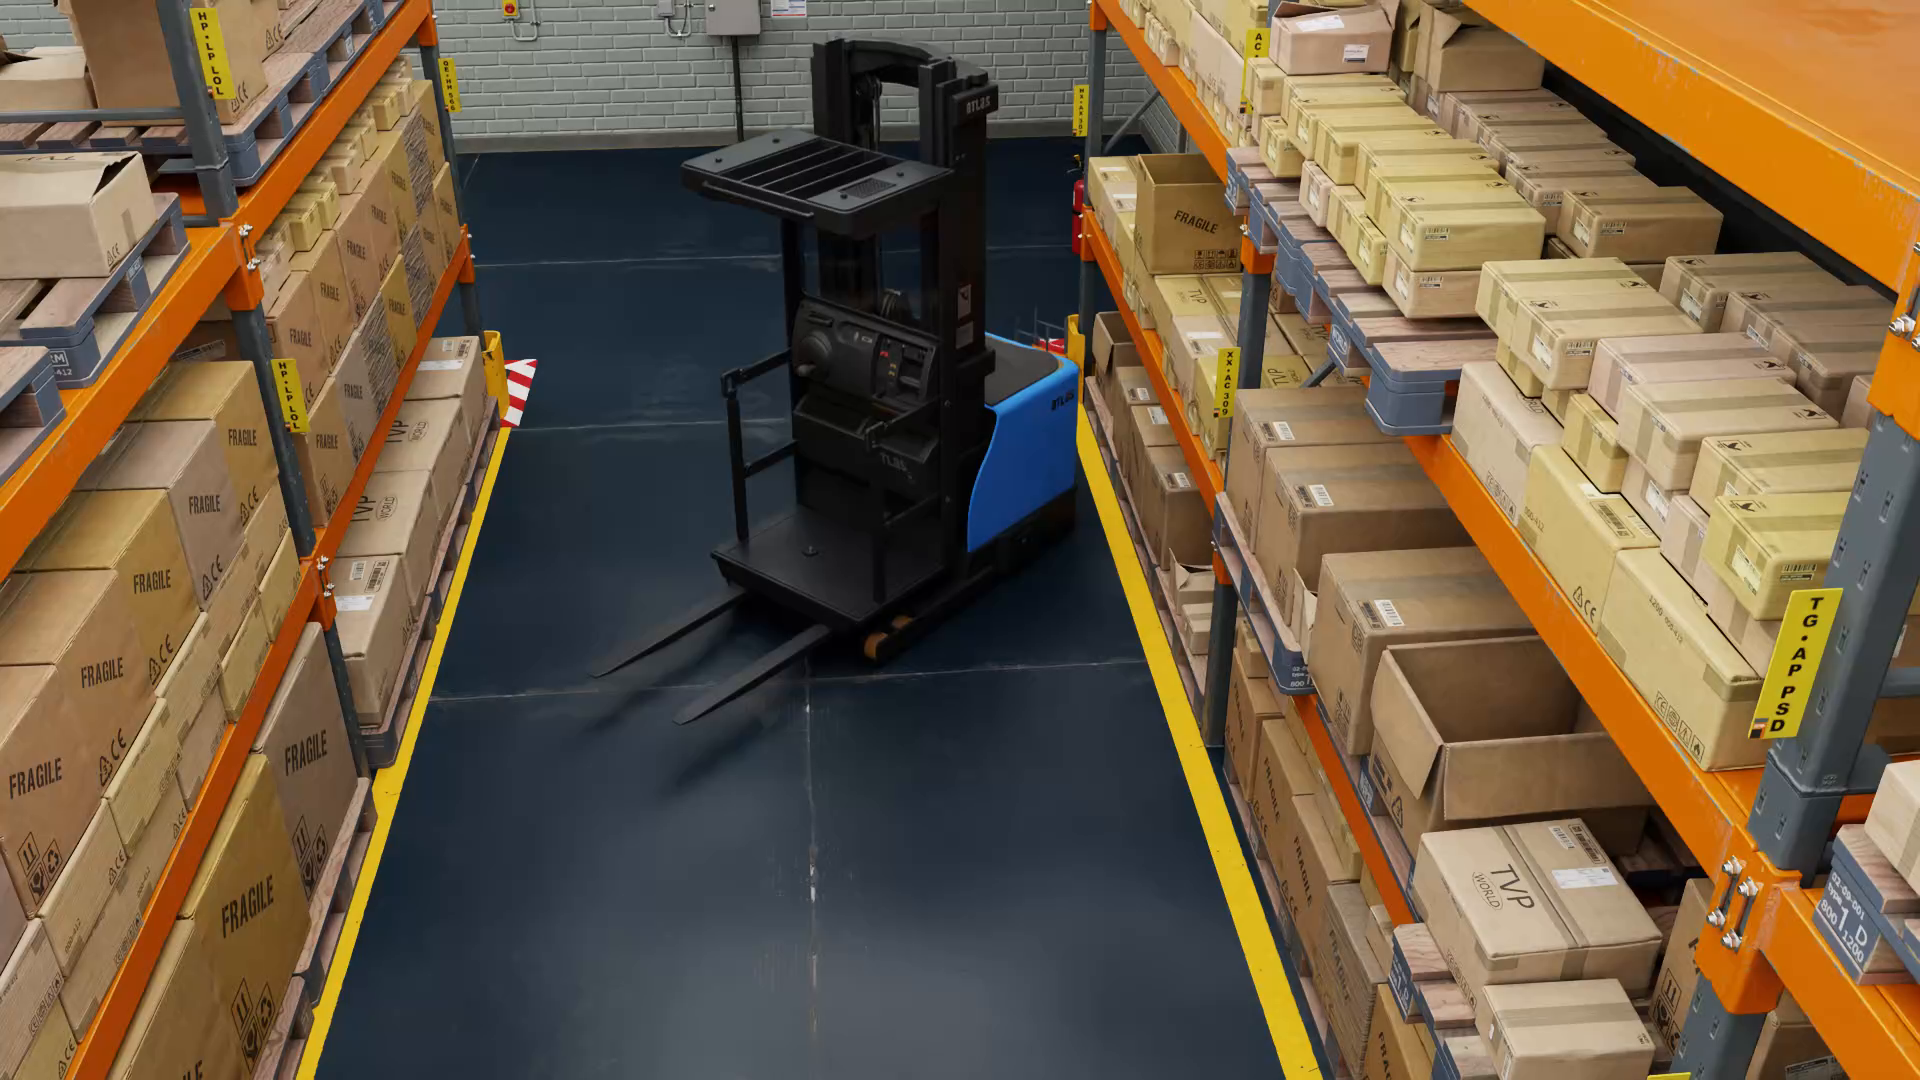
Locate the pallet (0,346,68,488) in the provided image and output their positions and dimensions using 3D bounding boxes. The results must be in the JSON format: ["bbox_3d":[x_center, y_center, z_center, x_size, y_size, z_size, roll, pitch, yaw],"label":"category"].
[{"bbox_3d":[-3.106,-0.152,4.338,1.003,0.211,1.213,-1,31,-2],"label":"pallet"}]

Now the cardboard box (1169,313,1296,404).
[{"bbox_3d":[1.330,-0.897,8.182,0.500,0.250,0.500,-3,31,-4],"label":"cardboard box"}]

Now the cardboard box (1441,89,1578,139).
[{"bbox_3d":[1.905,-1.456,5.785,0.380,0.149,0.250,-3,31,-6],"label":"cardboard box"}]

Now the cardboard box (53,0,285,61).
[{"bbox_3d":[-3.417,-2.332,7.197,0.797,0.503,0.637,0,31,-1],"label":"cardboard box"}]

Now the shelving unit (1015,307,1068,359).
[{"bbox_3d":[0.470,-0.769,9.867,0.258,1.200,0.189,23,38,33],"label":"shelving unit"}]

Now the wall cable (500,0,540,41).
[{"bbox_3d":[-4.183,-5.460,14.944,0.585,1.953,0.123,-3,31,-5],"label":"wall cable"}]

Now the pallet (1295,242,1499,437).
[{"bbox_3d":[1.773,-0.671,5.207,1.213,0.211,1.003,-3,31,-5],"label":"pallet"}]

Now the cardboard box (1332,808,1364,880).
[{"bbox_3d":[1.635,1.144,6.305,0.380,0.149,0.250,-2,31,-3],"label":"cardboard box"}]

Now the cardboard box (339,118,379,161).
[{"bbox_3d":[-3.226,-2.061,8.569,0.380,0.149,0.250,-2,31,-3],"label":"cardboard box"}]

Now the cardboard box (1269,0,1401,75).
[{"bbox_3d":[1.363,-1.868,6.071,0.396,0.266,0.258,-3,31,-5],"label":"cardboard box"}]

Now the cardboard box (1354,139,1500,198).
[{"bbox_3d":[1.483,-1.165,5.298,0.380,0.149,0.250,-2,31,-4],"label":"cardboard box"}]

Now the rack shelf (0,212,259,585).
[{"bbox_3d":[-3.072,-0.048,4.682,1.077,0.370,4.000,-3,31,-5],"label":"rack shelf"}]

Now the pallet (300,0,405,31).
[{"bbox_3d":[-3.553,-3.004,9.015,1.003,0.211,1.213,-3,31,-5],"label":"pallet"}]

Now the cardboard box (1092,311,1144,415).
[{"bbox_3d":[1.271,-1.164,10.798,0.797,0.503,0.637,-4,31,-7],"label":"cardboard box"}]

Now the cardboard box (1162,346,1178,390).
[{"bbox_3d":[1.257,-0.900,8.577,0.380,0.149,0.250,-3,31,-5],"label":"cardboard box"}]

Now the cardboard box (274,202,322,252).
[{"bbox_3d":[-3.098,-1.403,7.468,0.380,0.149,0.250,-3,31,-5],"label":"cardboard box"}]

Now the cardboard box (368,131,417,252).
[{"bbox_3d":[-3.230,-1.852,8.852,0.500,0.500,0.500,-3,31,-5],"label":"cardboard box"}]

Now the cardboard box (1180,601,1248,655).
[{"bbox_3d":[1.338,0.443,8.453,0.380,0.149,0.250,-4,31,-6],"label":"cardboard box"}]

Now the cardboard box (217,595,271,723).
[{"bbox_3d":[-2.920,0.451,6.216,0.500,0.250,0.500,-3,31,-5],"label":"cardboard box"}]

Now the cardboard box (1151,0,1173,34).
[{"bbox_3d":[1.253,-2.700,8.276,0.500,0.250,0.500,-3,31,-5],"label":"cardboard box"}]

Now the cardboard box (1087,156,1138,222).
[{"bbox_3d":[1.083,-2.191,10.349,0.500,0.250,0.500,-3,31,-4],"label":"cardboard box"}]

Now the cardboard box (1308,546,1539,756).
[{"bbox_3d":[1.627,0.370,5.699,0.700,0.500,0.500,-3,31,-5],"label":"cardboard box"}]

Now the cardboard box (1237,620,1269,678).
[{"bbox_3d":[1.451,0.480,7.416,0.380,0.149,0.250,-1,31,-2],"label":"cardboard box"}]

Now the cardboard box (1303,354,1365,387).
[{"bbox_3d":[1.905,-0.659,7.784,0.500,0.250,0.500,-3,31,-5],"label":"cardboard box"}]

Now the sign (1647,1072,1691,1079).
[{"bbox_3d":[1.517,1.280,3.630,0.100,0.325,0.005,-3,31,-5],"label":"sign"}]

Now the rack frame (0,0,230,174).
[{"bbox_3d":[-3.259,-2.666,5.437,1.000,3.000,0.127,-3,31,-5],"label":"rack frame"}]

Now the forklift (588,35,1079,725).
[{"bbox_3d":[-0.631,-0.905,8.407,1.130,2.935,3.031,23,38,33],"label":"forklift"}]

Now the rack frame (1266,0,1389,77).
[{"bbox_3d":[1.682,-2.905,5.839,1.000,3.000,0.127,-3,31,-5],"label":"rack frame"}]

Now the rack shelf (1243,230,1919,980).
[{"bbox_3d":[1.869,-0.288,5.083,1.077,0.370,4.000,-3,31,-5],"label":"rack shelf"}]

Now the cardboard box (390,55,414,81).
[{"bbox_3d":[-3.400,-2.709,9.656,0.380,0.149,0.250,-2,31,-4],"label":"cardboard box"}]

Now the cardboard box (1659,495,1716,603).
[{"bbox_3d":[1.779,0.015,3.632,0.380,0.149,0.250,-3,31,-6],"label":"cardboard box"}]

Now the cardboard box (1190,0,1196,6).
[{"bbox_3d":[1.300,-2.660,7.721,0.500,0.250,0.500,-2,31,-4],"label":"cardboard box"}]

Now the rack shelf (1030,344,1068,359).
[{"bbox_3d":[0.470,-1.040,9.705,0.258,0.103,0.180,23,38,33],"label":"rack shelf"}]

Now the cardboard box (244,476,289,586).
[{"bbox_3d":[-2.976,-0.027,6.529,0.500,0.250,0.500,-3,31,-5],"label":"cardboard box"}]

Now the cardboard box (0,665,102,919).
[{"bbox_3d":[-2.777,0.699,4.583,0.500,0.500,0.500,-2,31,-3],"label":"cardboard box"}]

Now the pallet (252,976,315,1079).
[{"bbox_3d":[-2.995,2.122,5.992,1.003,0.211,1.213,-3,31,-5],"label":"pallet"}]

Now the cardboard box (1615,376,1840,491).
[{"bbox_3d":[1.735,-0.244,3.775,0.380,0.149,0.250,-4,31,-6],"label":"cardboard box"}]

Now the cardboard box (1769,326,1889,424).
[{"bbox_3d":[2.205,-0.402,4.041,0.380,0.149,0.250,-2,31,-3],"label":"cardboard box"}]

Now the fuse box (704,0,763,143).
[{"bbox_3d":[-2.078,-4.483,15.587,0.539,1.711,0.414,-3,31,-5],"label":"fuse box"}]

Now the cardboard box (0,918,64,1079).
[{"bbox_3d":[-2.734,1.267,4.362,0.500,0.250,0.500,-2,31,-3],"label":"cardboard box"}]

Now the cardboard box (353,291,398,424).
[{"bbox_3d":[-3.125,-0.897,8.228,0.500,0.500,0.500,-3,31,-4],"label":"cardboard box"}]

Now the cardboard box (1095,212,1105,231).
[{"bbox_3d":[1.066,-2.083,10.558,0.380,0.149,0.250,-3,31,-5],"label":"cardboard box"}]

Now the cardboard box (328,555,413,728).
[{"bbox_3d":[-3.211,0.504,8.070,0.875,0.438,0.875,-3,31,-5],"label":"cardboard box"}]

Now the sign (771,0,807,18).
[{"bbox_3d":[-1.606,-5.125,15.497,0.329,0.494,0.001,-3,31,-5],"label":"sign"}]

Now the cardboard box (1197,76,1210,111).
[{"bbox_3d":[1.300,-2.068,7.606,0.380,0.149,0.250,-3,31,-5],"label":"cardboard box"}]

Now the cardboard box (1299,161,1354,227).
[{"bbox_3d":[1.364,-1.170,5.596,0.380,0.149,0.250,-2,31,-4],"label":"cardboard box"}]

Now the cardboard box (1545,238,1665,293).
[{"bbox_3d":[1.977,-0.795,4.969,0.380,0.149,0.250,-3,31,-4],"label":"cardboard box"}]

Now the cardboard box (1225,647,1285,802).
[{"bbox_3d":[1.504,0.821,7.479,0.500,0.500,0.500,-1,31,-2],"label":"cardboard box"}]

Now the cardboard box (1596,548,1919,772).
[{"bbox_3d":[1.766,0.239,3.647,0.500,0.250,0.500,-4,31,-6],"label":"cardboard box"}]
